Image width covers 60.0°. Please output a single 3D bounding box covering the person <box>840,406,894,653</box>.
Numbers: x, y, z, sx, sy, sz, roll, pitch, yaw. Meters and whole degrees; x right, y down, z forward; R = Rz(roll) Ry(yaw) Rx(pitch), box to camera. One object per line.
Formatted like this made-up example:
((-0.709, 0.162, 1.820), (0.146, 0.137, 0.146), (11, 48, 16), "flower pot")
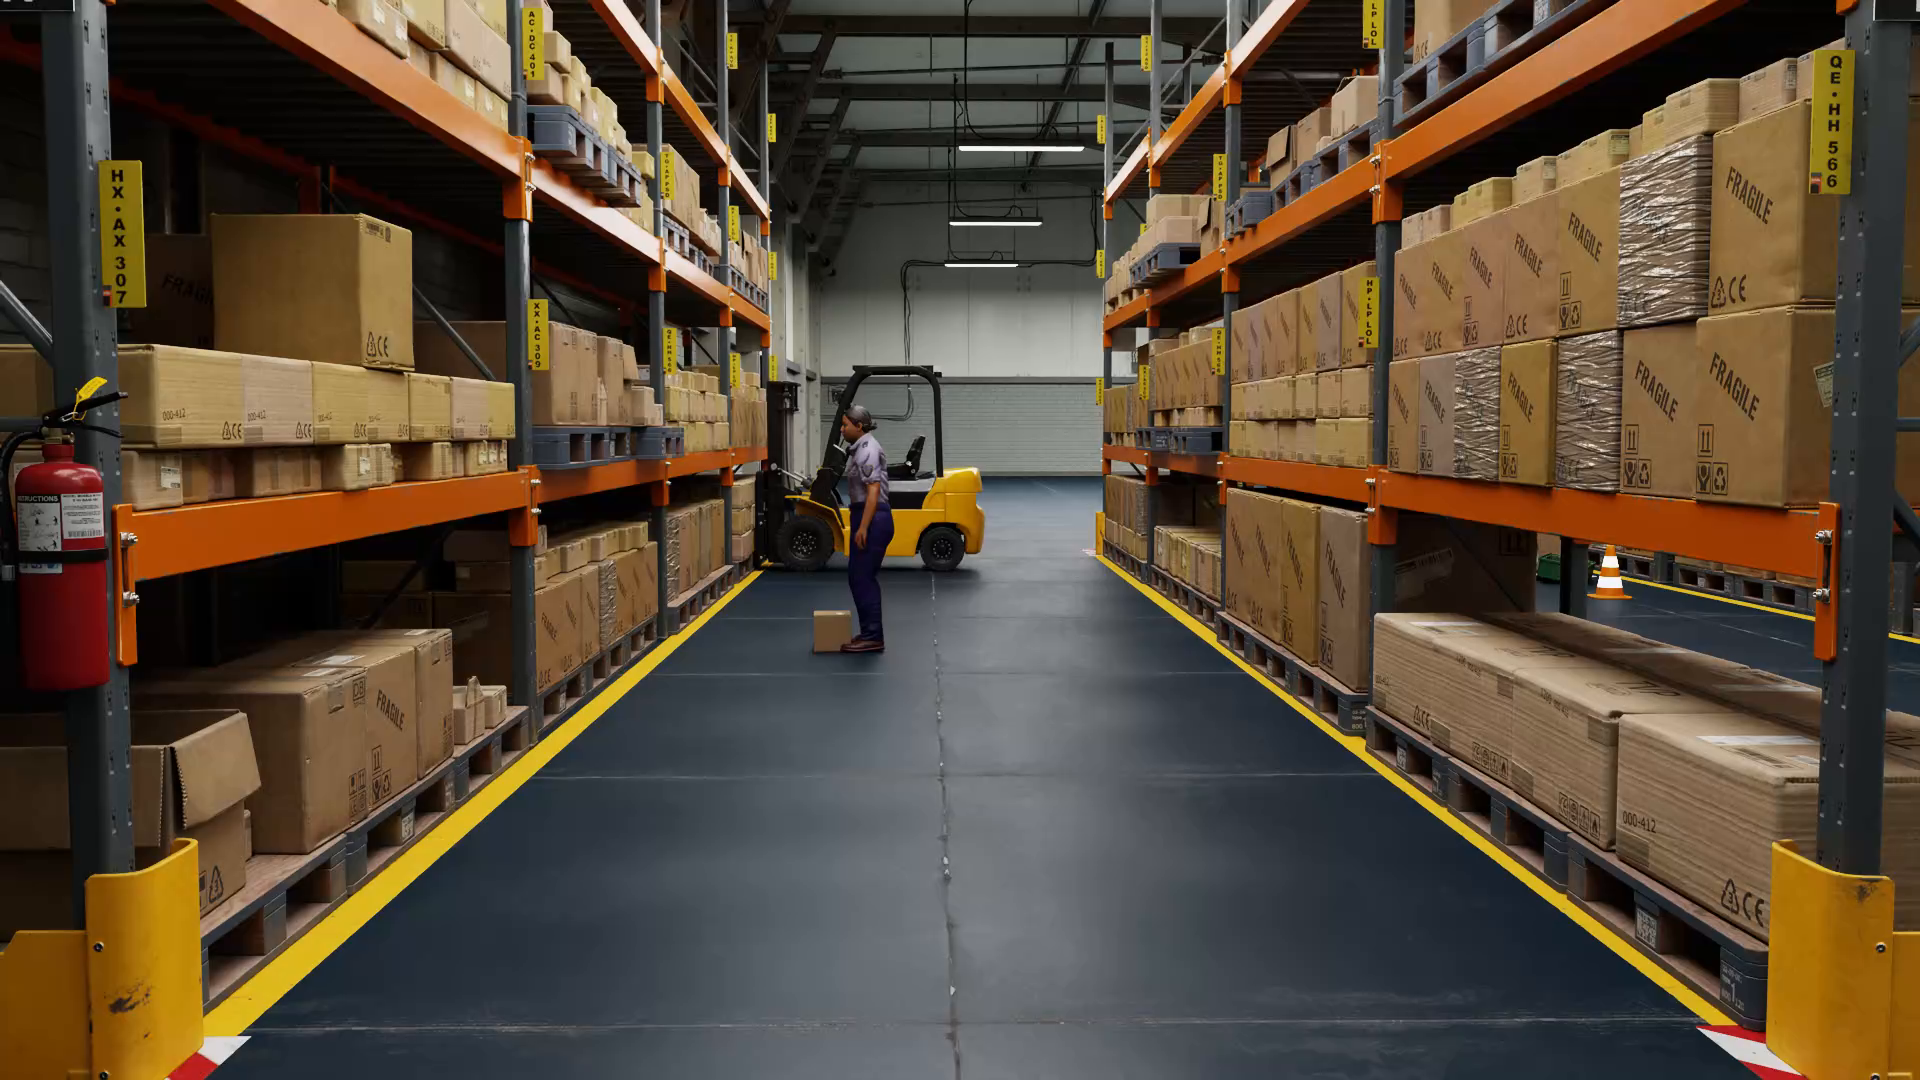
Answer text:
((-0.632, -0.080, 11.259), (0.367, 1.649, 0.564), (0, 4, -4), "person")
